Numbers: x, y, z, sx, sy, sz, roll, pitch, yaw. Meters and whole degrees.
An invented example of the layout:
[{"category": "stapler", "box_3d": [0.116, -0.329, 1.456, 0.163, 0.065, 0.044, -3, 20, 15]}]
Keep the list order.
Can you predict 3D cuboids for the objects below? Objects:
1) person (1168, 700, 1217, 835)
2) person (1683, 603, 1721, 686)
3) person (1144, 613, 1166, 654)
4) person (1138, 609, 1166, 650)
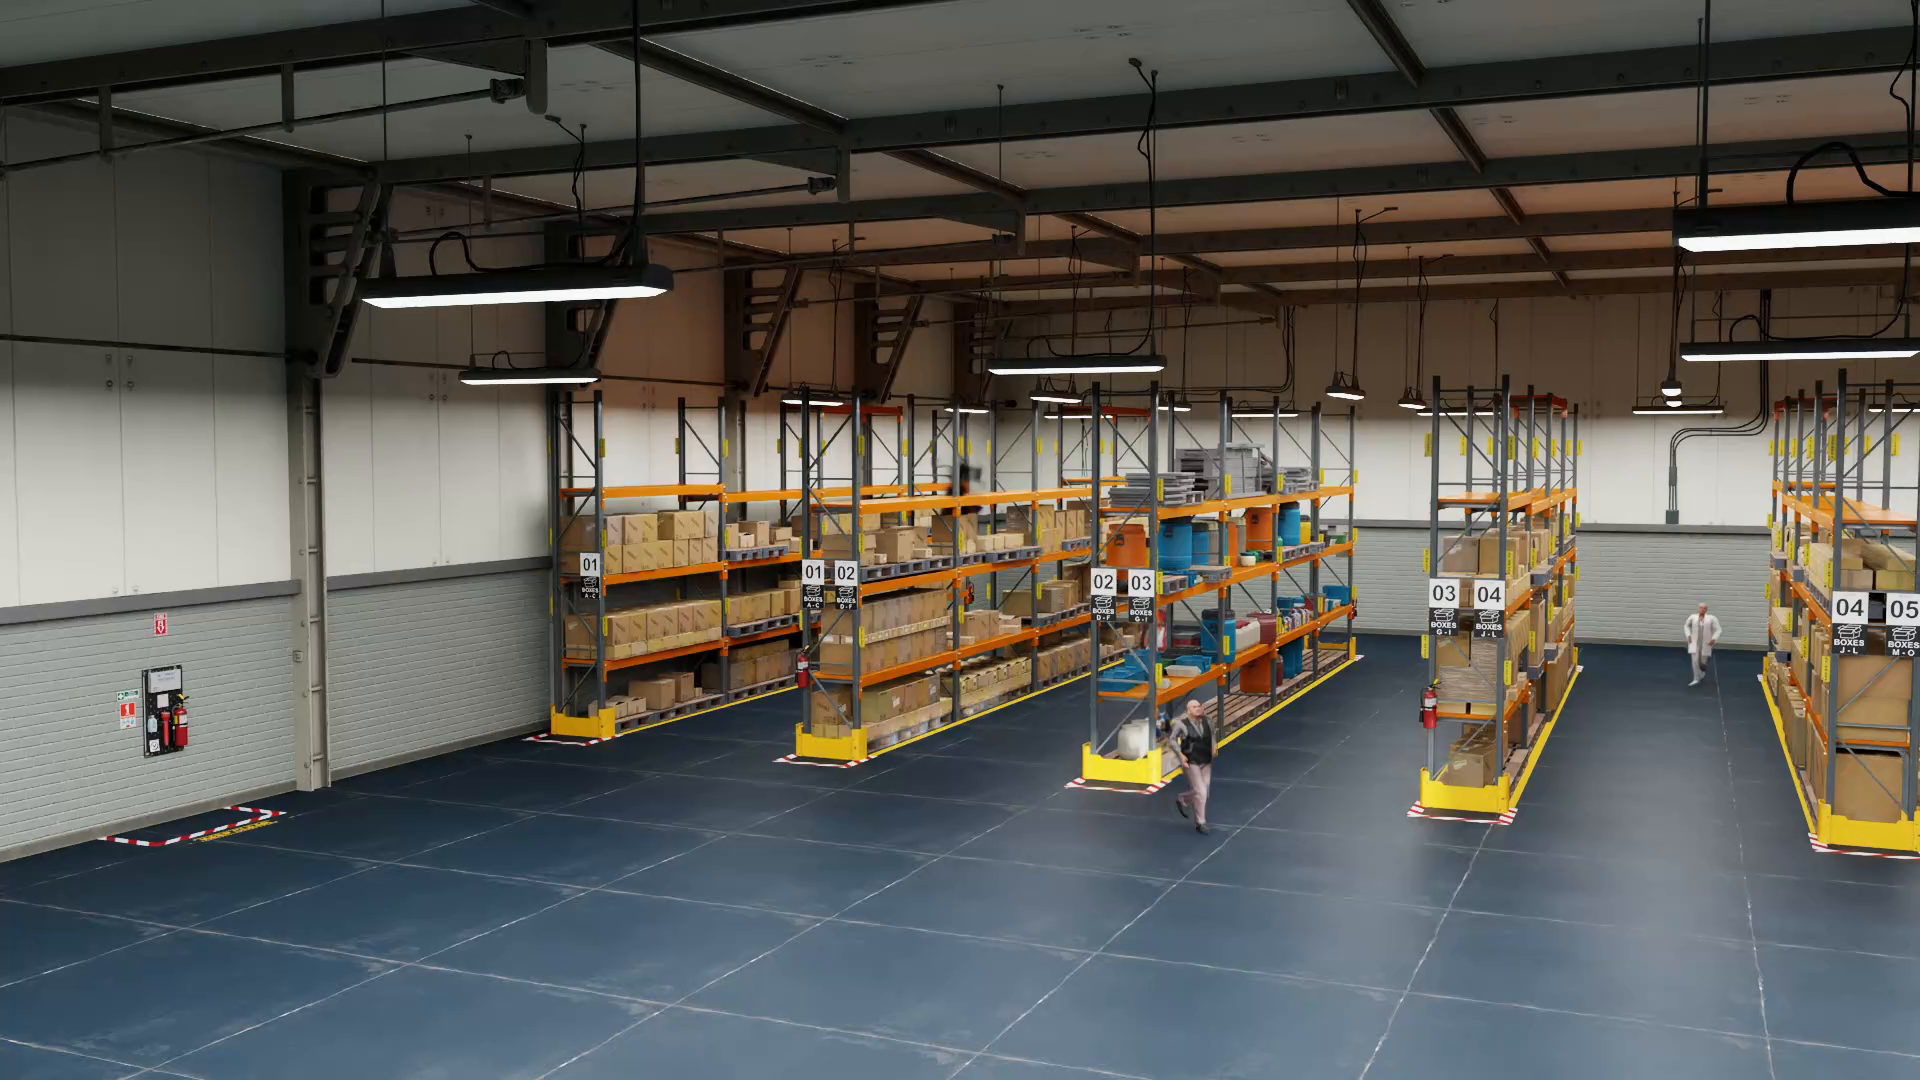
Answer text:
[{"category": "person", "box_3d": [3.080, 2.986, 21.853, 0.657, 1.651, 0.784, -1, 3, -25]}, {"category": "person", "box_3d": [15.740, 2.202, 35.278, 0.740, 1.740, 0.724, 2, 4, 29]}, {"category": "person", "box_3d": [3.940, 2.316, 32.982, 0.655, 1.753, 0.699, 1, 3, 22]}, {"category": "person", "box_3d": [4.202, 2.119, 36.433, 0.722, 1.746, 0.628, 1, 3, 18]}]
